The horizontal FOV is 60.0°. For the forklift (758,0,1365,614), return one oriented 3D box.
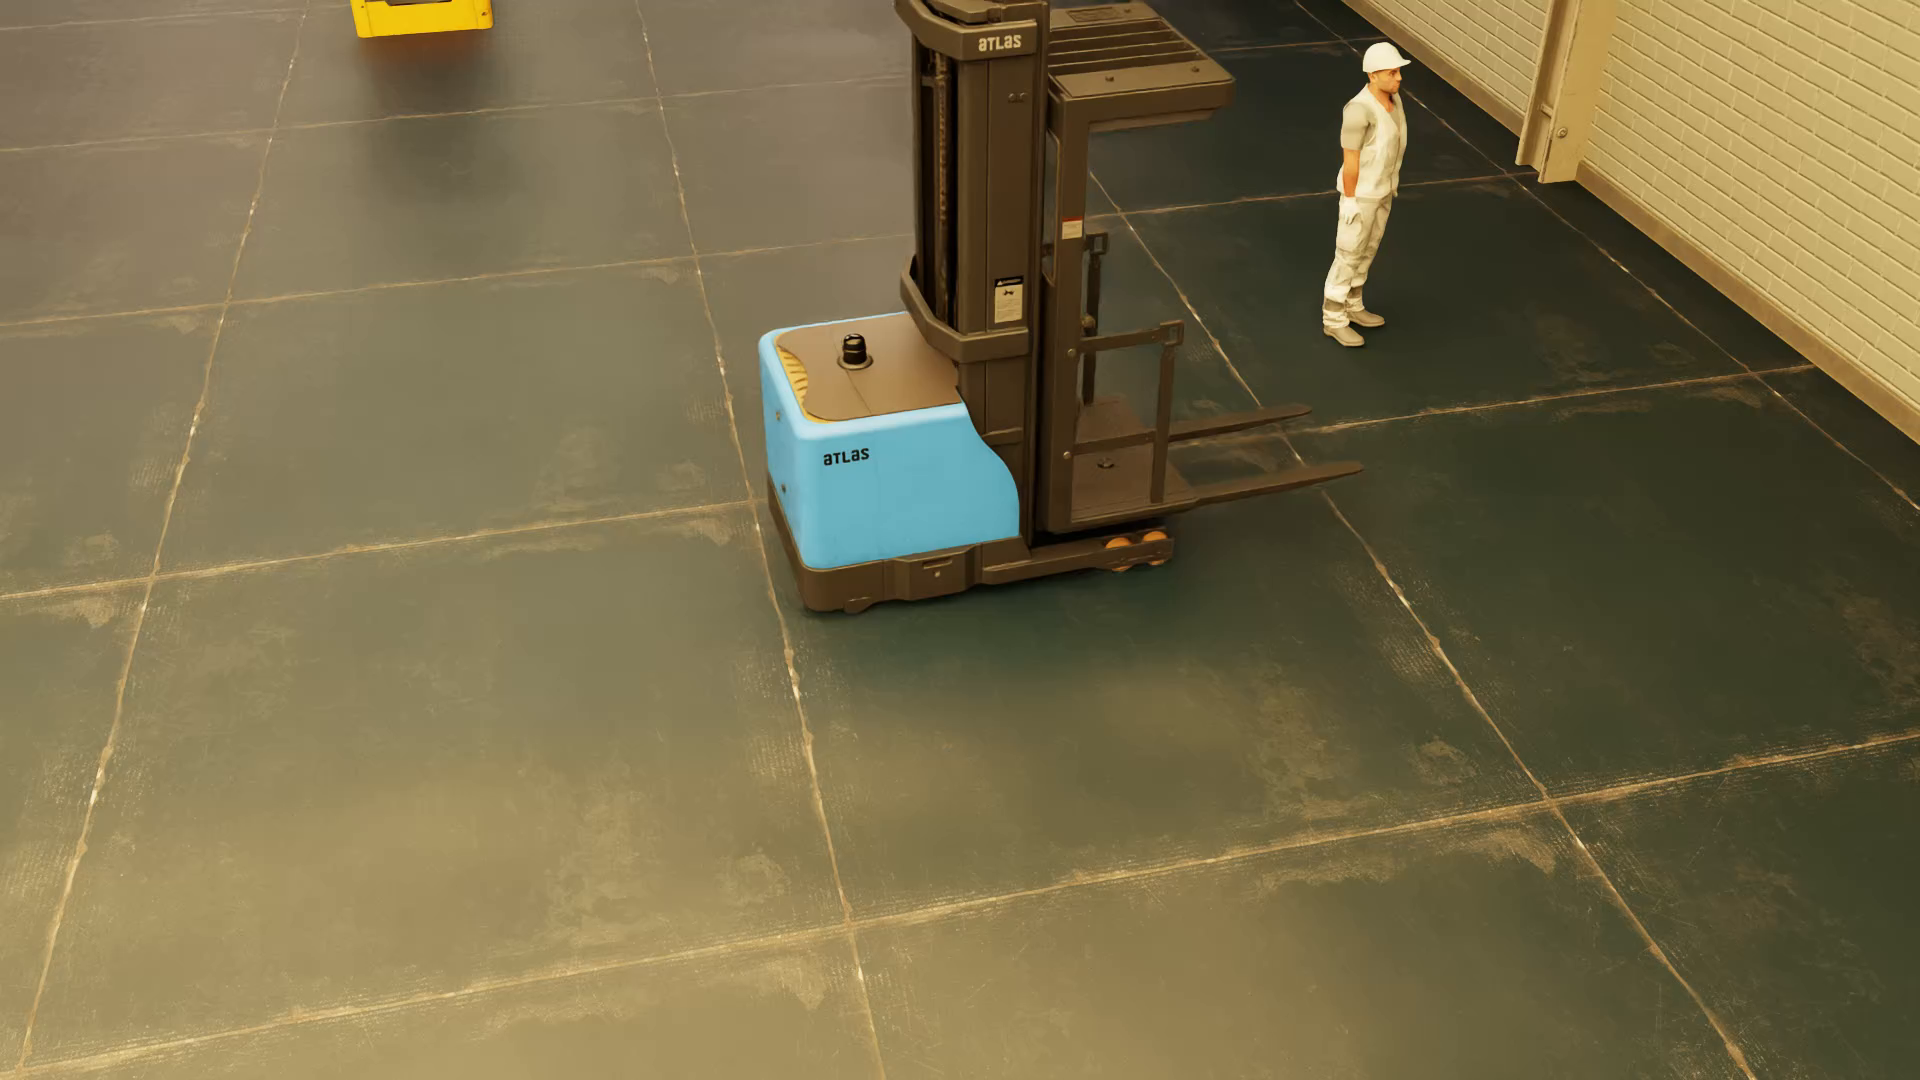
[{"bbox_3d":[0.574,-1.320,7.884,3.031,2.935,1.130,-10,37,-13],"label":"forklift"}]

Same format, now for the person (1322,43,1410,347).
[{"bbox_3d":[2.439,-2.057,9.886,0.374,1.794,0.535,24,42,29],"label":"person"}]
